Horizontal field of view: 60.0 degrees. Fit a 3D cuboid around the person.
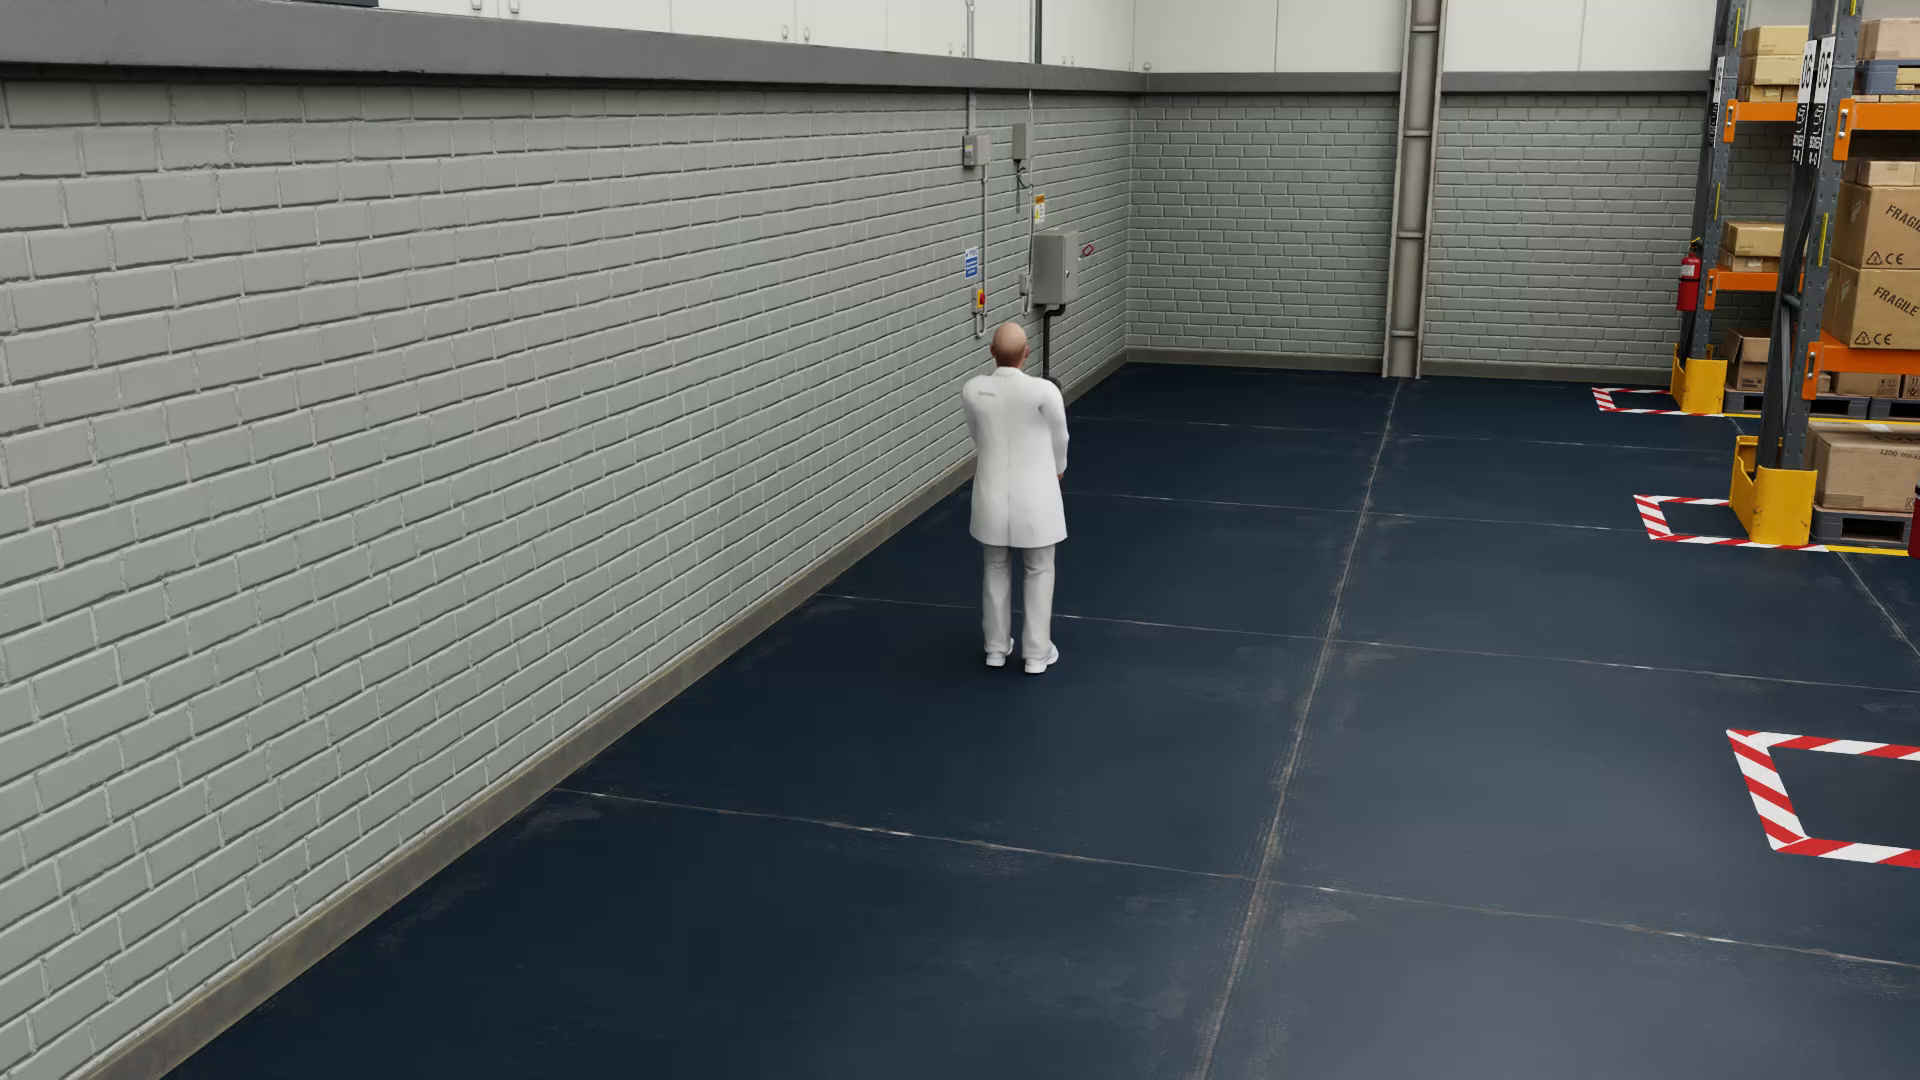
[{"bbox_3d":[0.306,-0.238,8.456,0.529,1.774,0.550,5,15,17],"label":"person"}]
